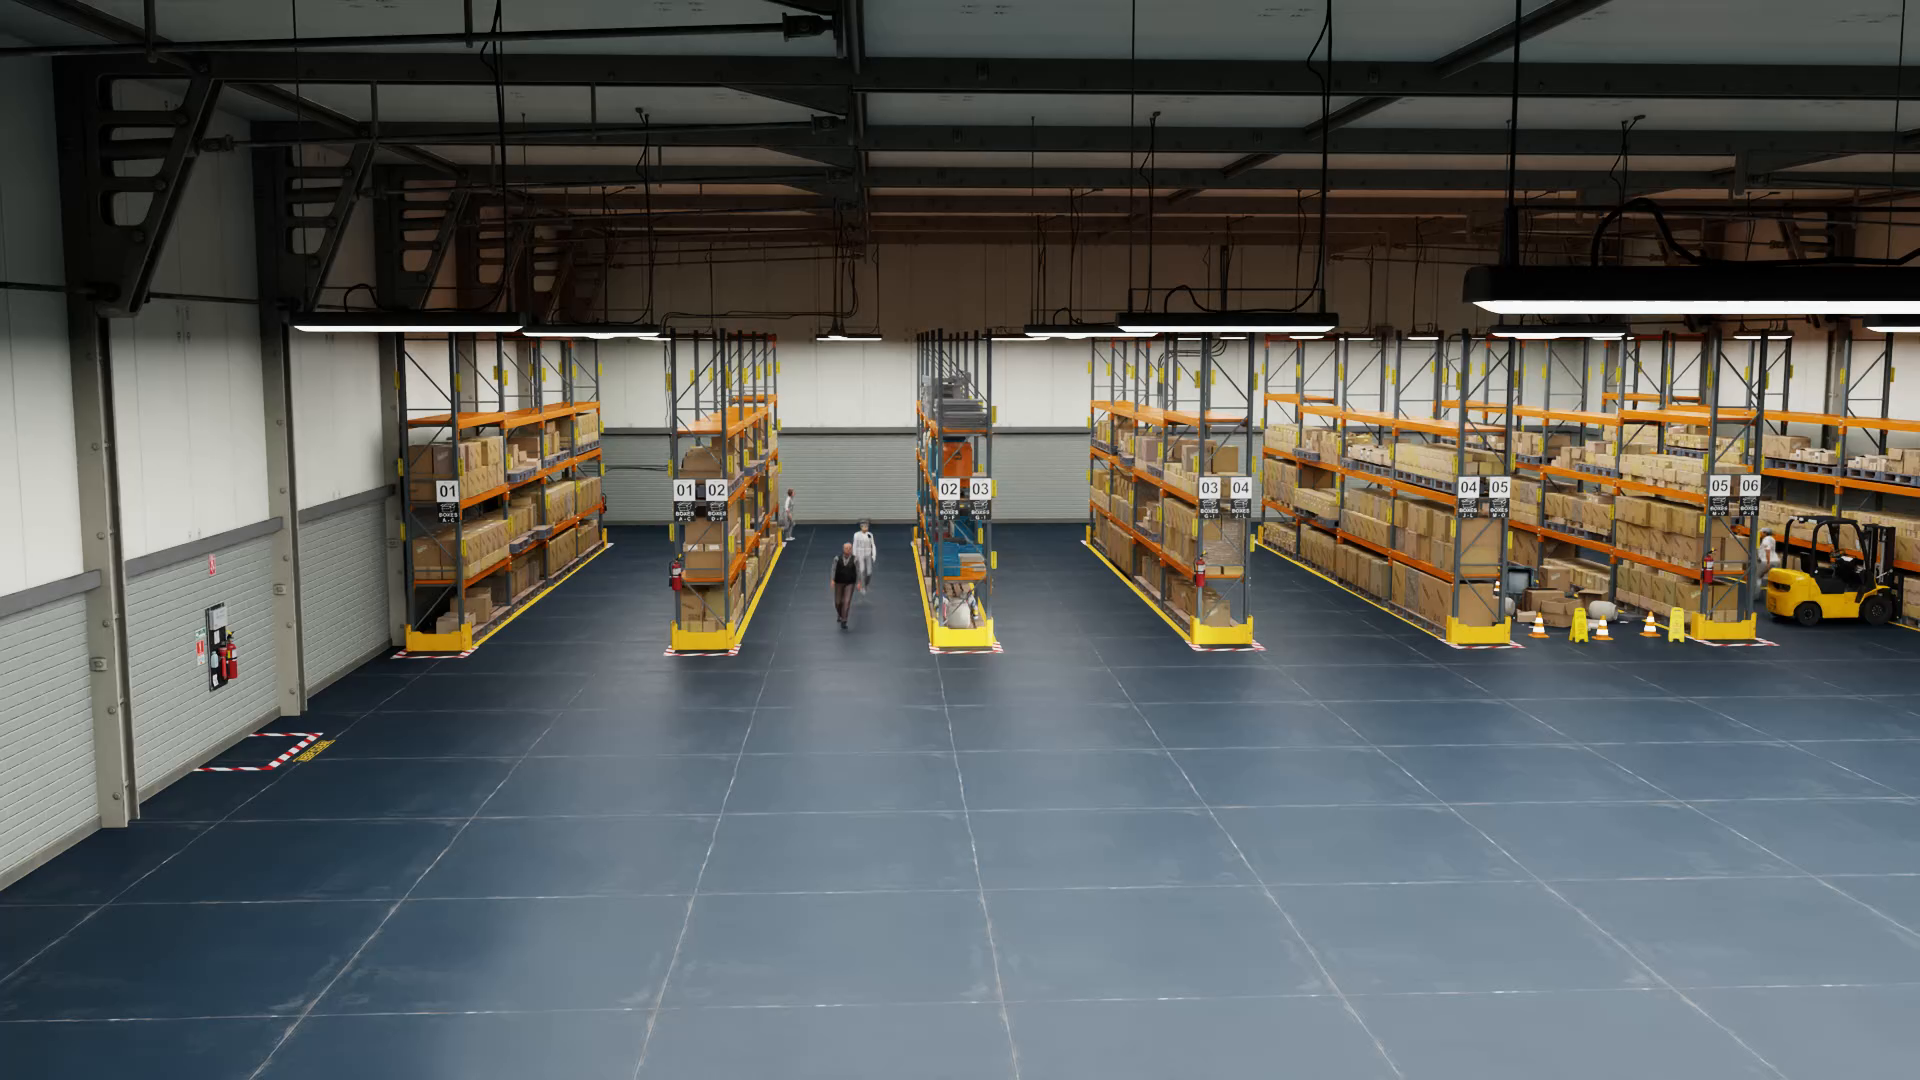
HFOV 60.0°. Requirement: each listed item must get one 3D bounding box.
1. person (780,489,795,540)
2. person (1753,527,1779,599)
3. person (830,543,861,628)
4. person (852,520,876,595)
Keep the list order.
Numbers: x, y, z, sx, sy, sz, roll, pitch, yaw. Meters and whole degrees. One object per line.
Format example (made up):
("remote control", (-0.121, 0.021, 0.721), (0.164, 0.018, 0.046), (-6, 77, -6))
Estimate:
("person", (-5.123, -0.733, 48.392), (0.674, 1.526, 0.554), (0, 7, -1))
("person", (18.061, 0.548, 37.182), (0.499, 1.686, 0.701), (-2, 7, -15))
("person", (-2.328, 0.906, 33.850), (0.619, 1.697, 0.834), (0, 7, -2))
("person", (-2.071, 0.372, 36.675), (0.507, 1.591, 0.693), (-2, 7, -19))
